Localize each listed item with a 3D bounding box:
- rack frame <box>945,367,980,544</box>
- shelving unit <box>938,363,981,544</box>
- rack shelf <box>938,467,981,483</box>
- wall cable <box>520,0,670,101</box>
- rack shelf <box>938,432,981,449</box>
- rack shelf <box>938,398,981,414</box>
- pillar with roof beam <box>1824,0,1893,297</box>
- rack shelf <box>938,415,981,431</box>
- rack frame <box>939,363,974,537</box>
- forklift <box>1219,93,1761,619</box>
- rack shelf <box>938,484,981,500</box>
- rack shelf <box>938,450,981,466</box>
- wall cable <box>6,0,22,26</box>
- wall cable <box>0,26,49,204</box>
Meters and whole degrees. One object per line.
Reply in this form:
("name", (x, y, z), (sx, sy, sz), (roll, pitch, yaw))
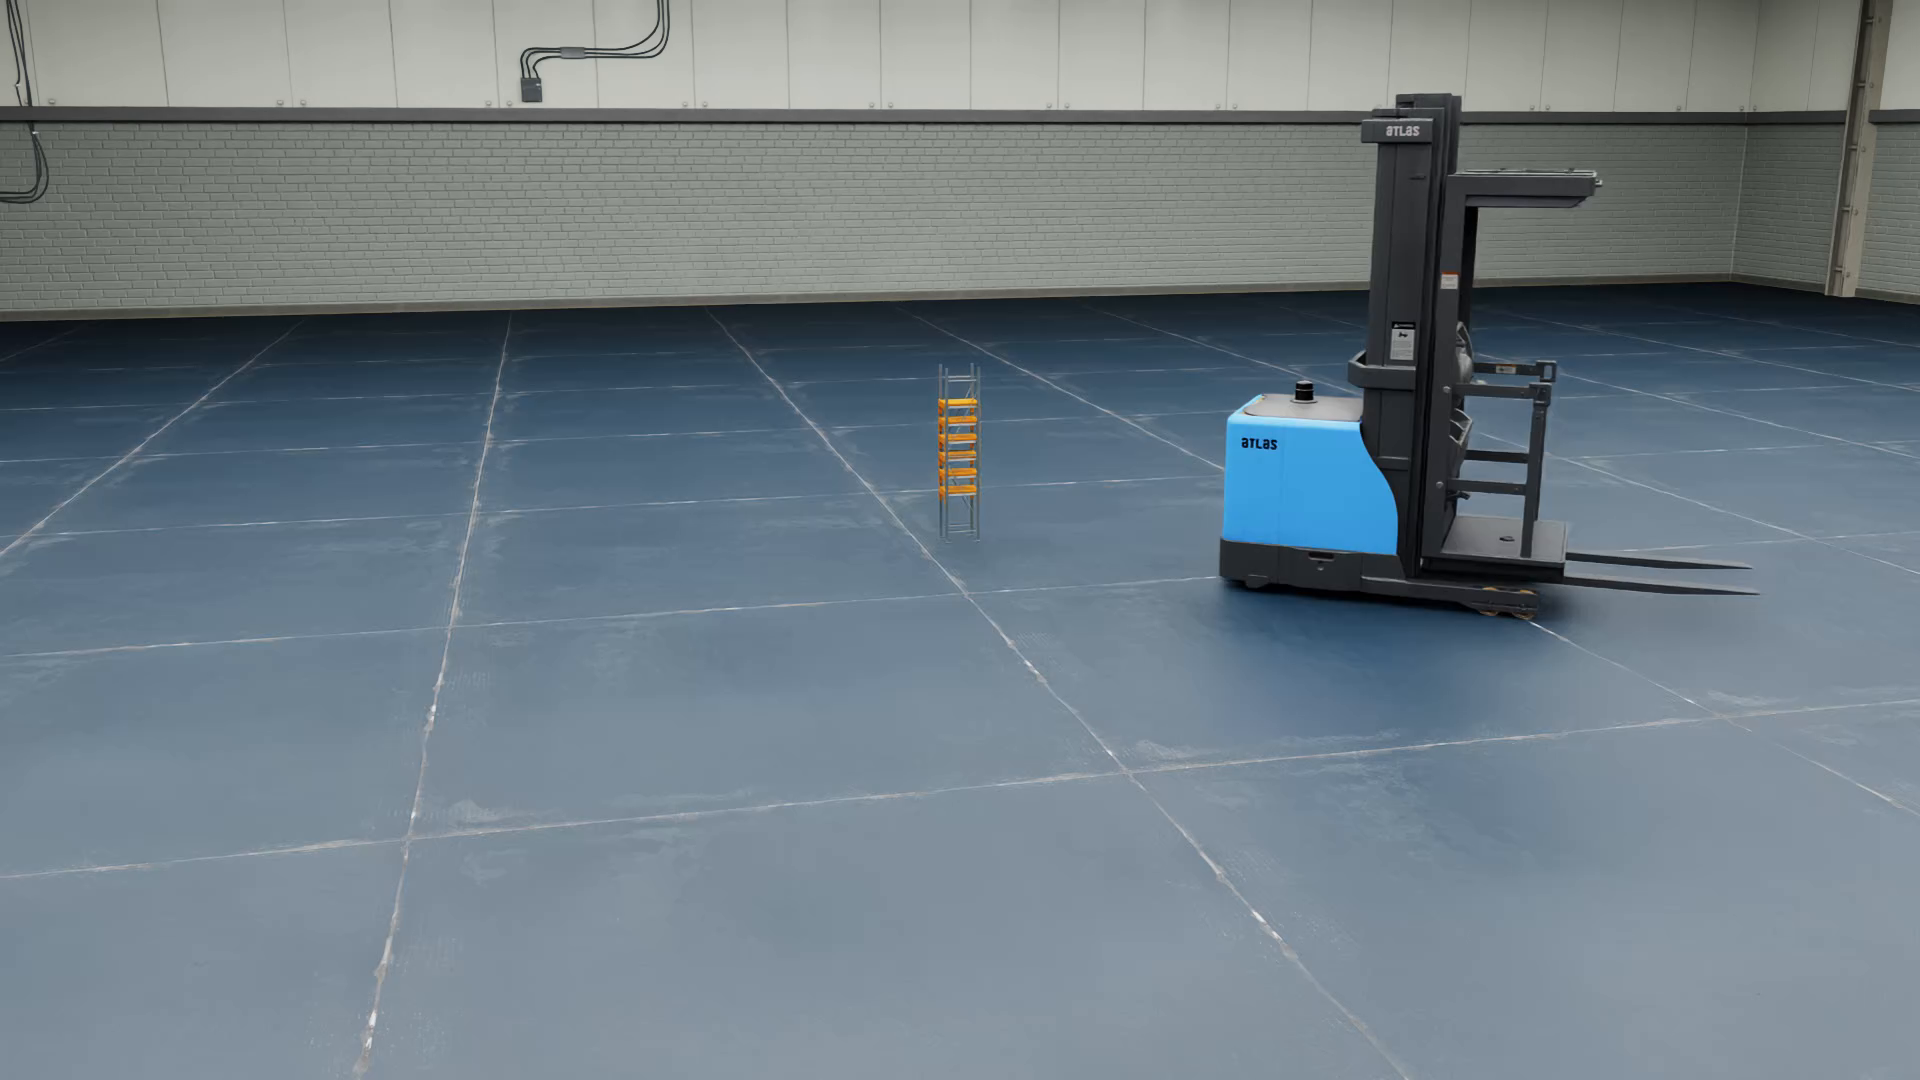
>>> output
("rack frame", (0.018, -0.565, 11.212), (0.240, 1.200, 0.006), (-3, 14, -13))
("shelving unit", (-0.003, -0.586, 11.298), (0.258, 1.200, 0.189), (-3, 14, -13))
("rack shelf", (-0.003, -0.426, 11.337), (0.258, 0.103, 0.180), (-3, 14, -13))
("wall cable", (-5.638, -9.751, 25.212), (2.305, 6.003, 0.169), (-3, 14, -13))
("rack shelf", (-0.003, -0.660, 11.280), (0.258, 0.103, 0.180), (-3, 14, -13))
("rack shelf", (-0.003, -0.893, 11.223), (0.258, 0.103, 0.180), (-3, 14, -13))
("pillar with roof beam", (10.972, -8.336, 26.586), (9.100, 9.000, 0.400), (-3, 14, -13))
("rack shelf", (-0.003, -0.776, 11.252), (0.258, 0.103, 0.180), (-3, 14, -13))
("rack frame", (-0.025, -0.607, 11.385), (0.240, 1.200, 0.006), (-3, 14, -13))
("forklift", (3.166, -1.110, 9.796), (3.031, 2.935, 1.130), (5, 15, 20))
("rack shelf", (-0.003, -0.310, 11.366), (0.258, 0.103, 0.180), (-3, 14, -13))
("rack shelf", (-0.003, -0.543, 11.309), (0.258, 0.103, 0.180), (-3, 14, -13))
("wall cable", (-12.240, -8.669, 23.851), (3.097, 2.526, 0.112), (-3, 14, -13))
("wall cable", (-14.869, -6.065, 23.833), (3.097, 2.526, 0.112), (-3, 14, -13))
